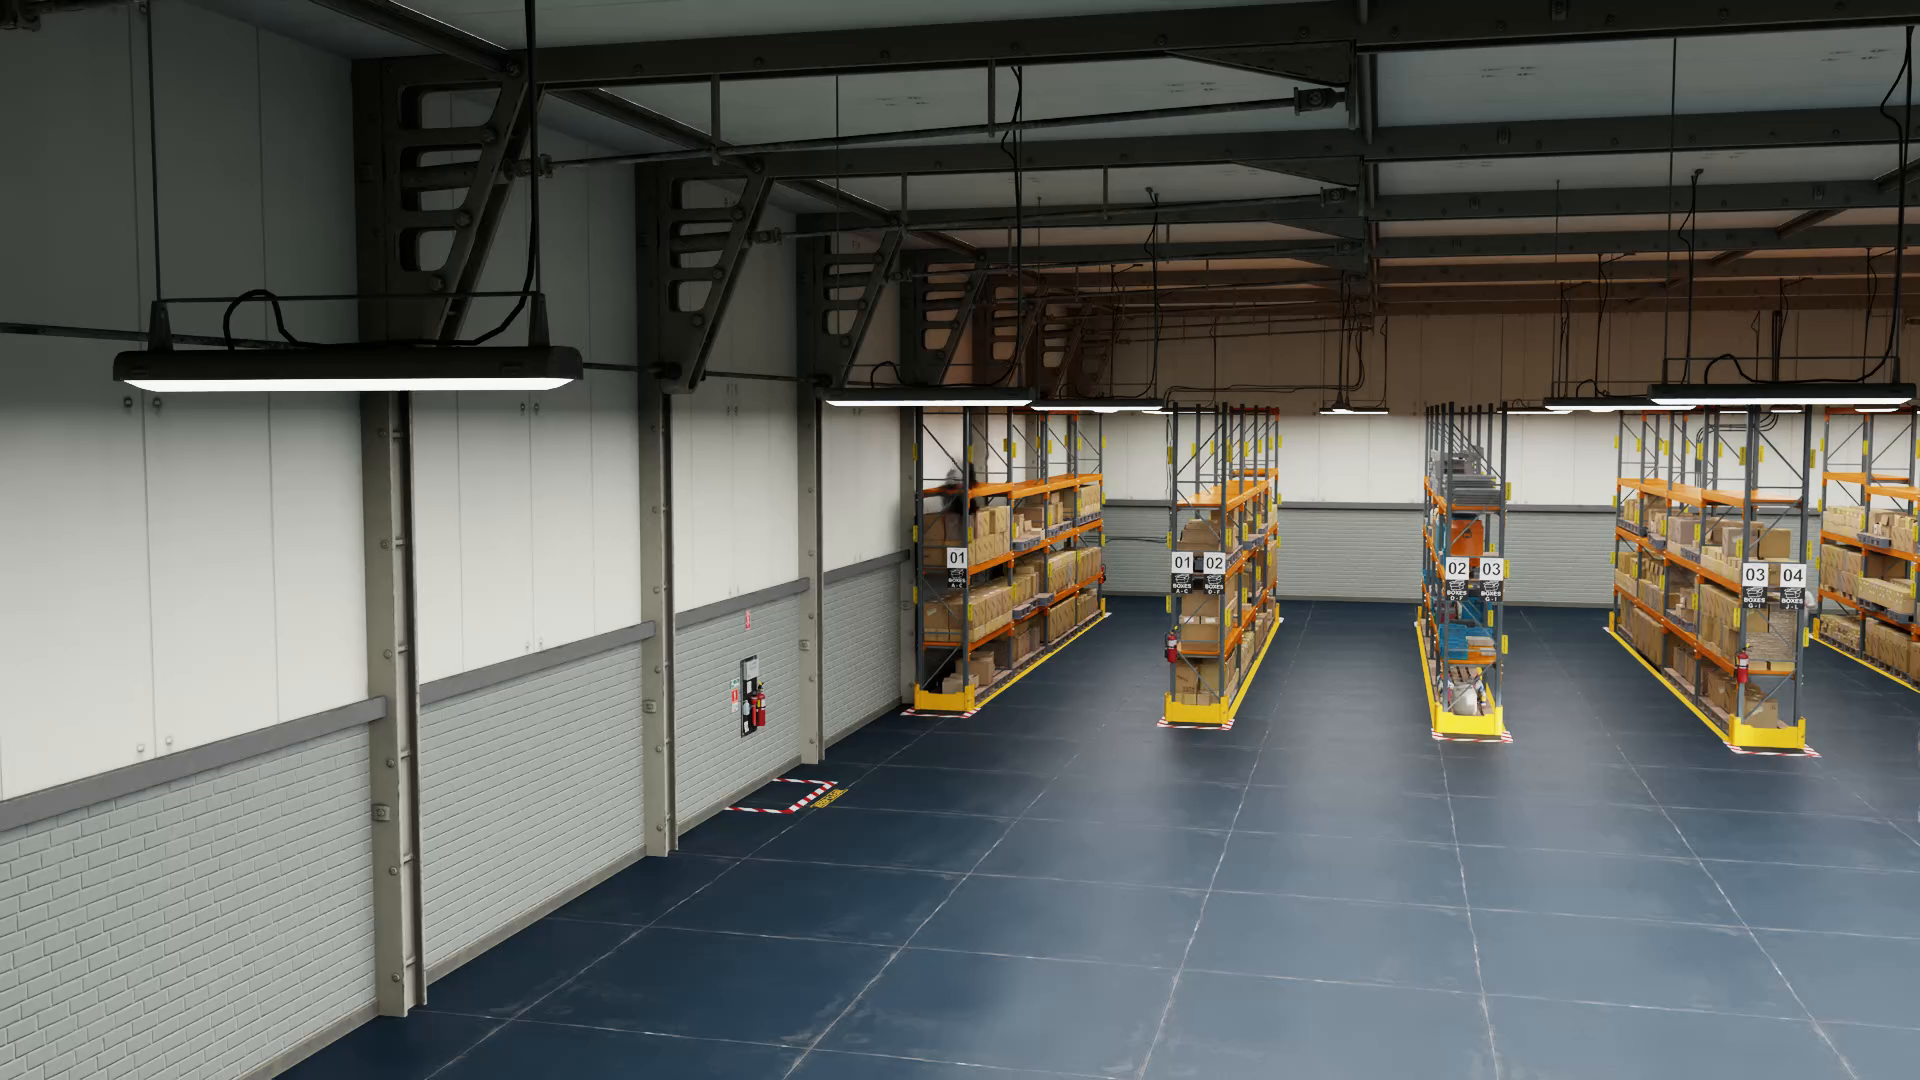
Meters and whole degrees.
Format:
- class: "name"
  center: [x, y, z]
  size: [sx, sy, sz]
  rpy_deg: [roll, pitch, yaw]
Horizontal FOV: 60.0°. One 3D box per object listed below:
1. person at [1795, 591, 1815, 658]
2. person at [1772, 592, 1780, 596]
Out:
- class: "person"
  center: [20.177, 1.878, 39.997]
  size: [0.686, 1.805, 0.987]
  rpy_deg: [2, 5, 23]
- class: "person"
  center: [21.054, 1.651, 43.673]
  size: [0.848, 1.687, 0.849]
  rpy_deg: [-3, 5, -35]
